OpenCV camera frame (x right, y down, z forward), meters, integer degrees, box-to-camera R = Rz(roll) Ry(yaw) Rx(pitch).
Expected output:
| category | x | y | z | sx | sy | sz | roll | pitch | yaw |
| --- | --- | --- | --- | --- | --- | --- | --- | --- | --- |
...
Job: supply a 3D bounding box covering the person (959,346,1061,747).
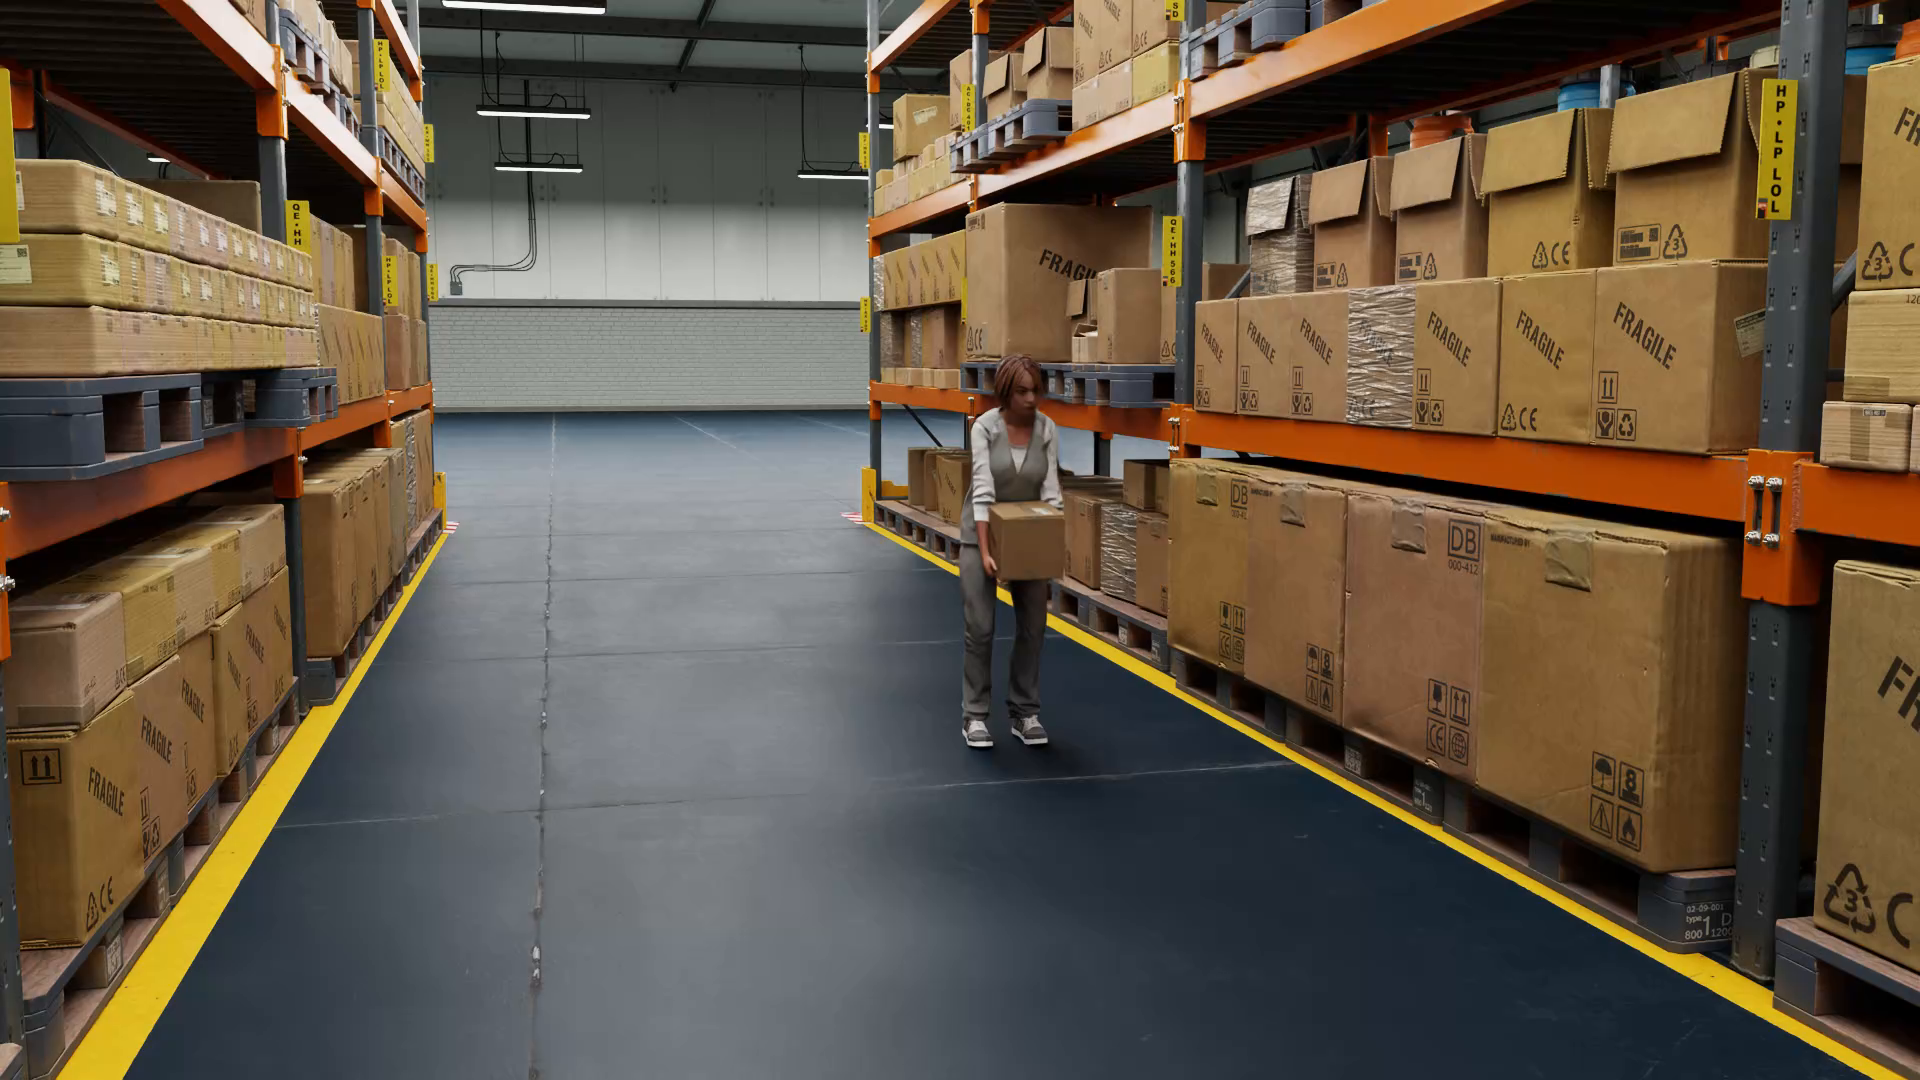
| category | x | y | z | sx | sy | sz | roll | pitch | yaw |
| --- | --- | --- | --- | --- | --- | --- | --- | --- | --- |
| person | 0.202 | 0.034 | 6.595 | 0.375 | 1.598 | 0.508 | -2 | 7 | -15 |
